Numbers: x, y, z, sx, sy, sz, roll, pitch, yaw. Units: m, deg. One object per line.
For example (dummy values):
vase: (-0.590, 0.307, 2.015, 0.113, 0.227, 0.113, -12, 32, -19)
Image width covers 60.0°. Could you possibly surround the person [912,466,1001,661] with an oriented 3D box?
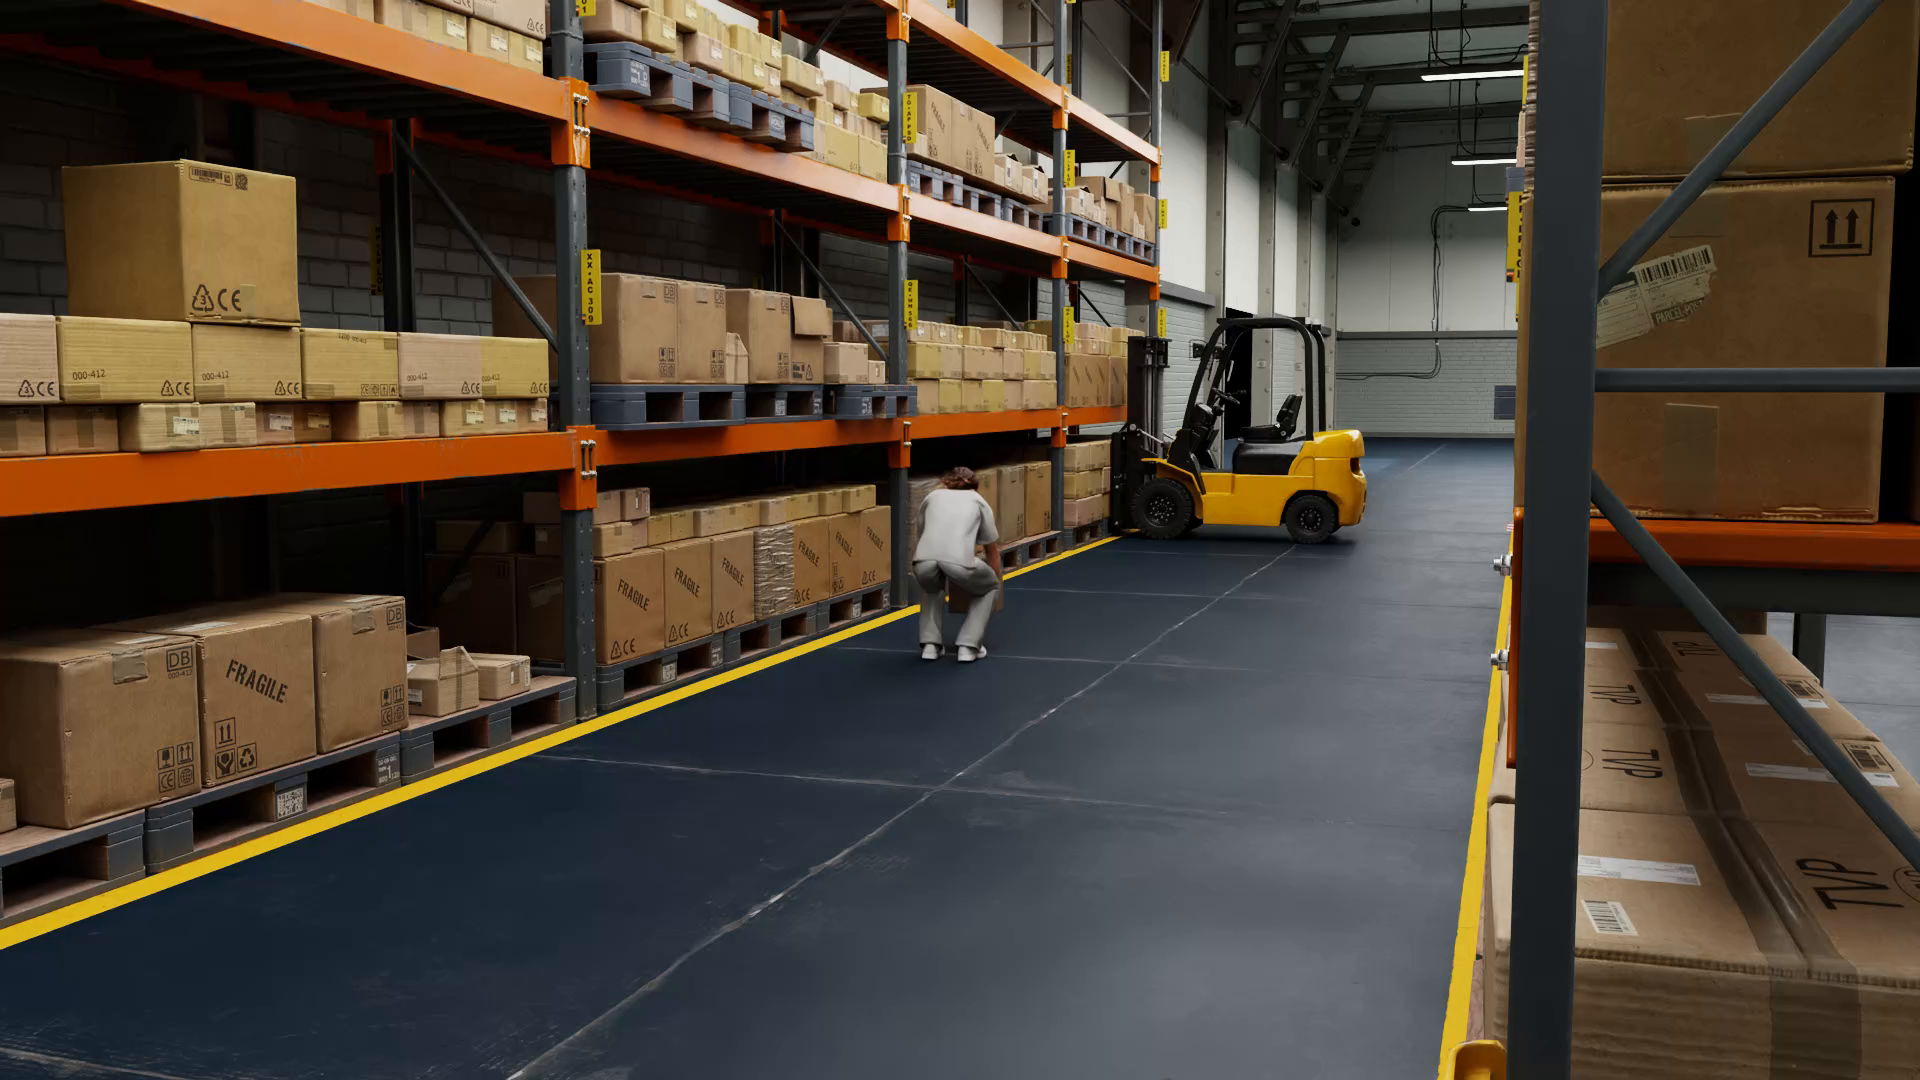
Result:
person: (-0.045, 0.126, 9.266, 0.491, 1.048, 0.761, 2, 6, 17)
